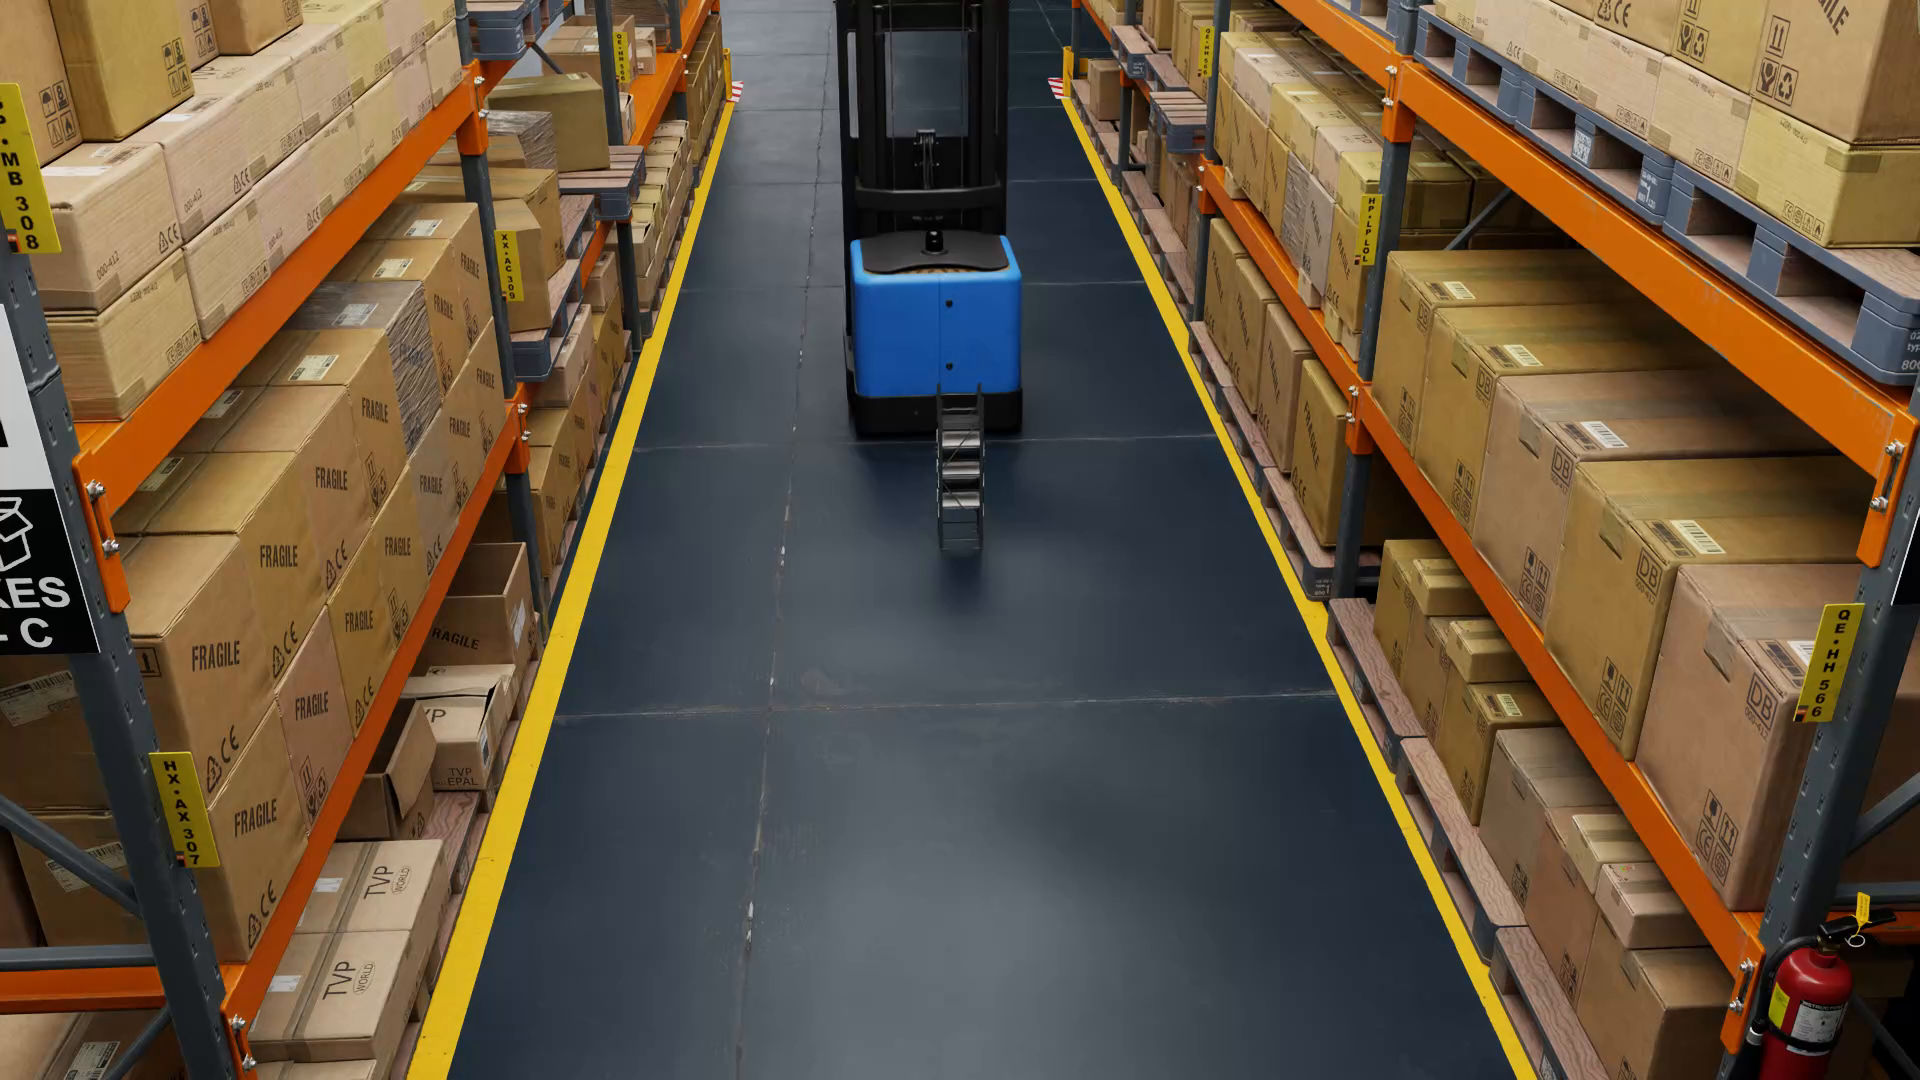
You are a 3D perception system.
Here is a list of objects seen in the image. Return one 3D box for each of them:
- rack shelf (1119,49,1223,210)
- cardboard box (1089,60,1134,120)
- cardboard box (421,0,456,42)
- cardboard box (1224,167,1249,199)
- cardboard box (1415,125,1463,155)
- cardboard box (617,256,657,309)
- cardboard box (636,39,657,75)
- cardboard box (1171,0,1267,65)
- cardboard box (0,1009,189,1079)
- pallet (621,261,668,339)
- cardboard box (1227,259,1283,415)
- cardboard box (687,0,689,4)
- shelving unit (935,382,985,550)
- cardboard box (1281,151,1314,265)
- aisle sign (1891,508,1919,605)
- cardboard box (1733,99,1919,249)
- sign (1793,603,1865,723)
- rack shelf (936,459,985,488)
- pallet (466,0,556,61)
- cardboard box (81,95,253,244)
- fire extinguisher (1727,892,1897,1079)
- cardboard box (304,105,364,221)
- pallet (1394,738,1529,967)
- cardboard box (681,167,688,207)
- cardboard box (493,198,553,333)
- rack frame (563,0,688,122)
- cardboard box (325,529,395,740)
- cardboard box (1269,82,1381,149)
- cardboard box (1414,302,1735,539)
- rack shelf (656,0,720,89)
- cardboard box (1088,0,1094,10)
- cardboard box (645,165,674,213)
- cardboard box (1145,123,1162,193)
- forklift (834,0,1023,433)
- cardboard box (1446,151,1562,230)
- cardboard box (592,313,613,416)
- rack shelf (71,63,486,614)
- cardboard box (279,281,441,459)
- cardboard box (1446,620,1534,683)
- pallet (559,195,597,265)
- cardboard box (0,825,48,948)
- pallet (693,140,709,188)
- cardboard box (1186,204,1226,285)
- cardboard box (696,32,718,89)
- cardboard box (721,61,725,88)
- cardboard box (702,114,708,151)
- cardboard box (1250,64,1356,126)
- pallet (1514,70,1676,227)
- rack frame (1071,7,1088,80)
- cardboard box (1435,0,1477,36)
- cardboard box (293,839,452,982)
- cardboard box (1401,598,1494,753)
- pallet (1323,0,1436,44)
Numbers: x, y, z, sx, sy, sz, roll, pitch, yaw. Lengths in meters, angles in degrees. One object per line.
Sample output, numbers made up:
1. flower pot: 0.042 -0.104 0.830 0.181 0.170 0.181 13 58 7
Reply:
1. rack shelf: 2.079 -3.394 13.291 1.077 0.370 4.000 -1 28 -3
2. cardboard box: 1.730 -4.646 17.141 0.700 0.500 0.500 -3 28 -6
3. cardboard box: -2.258 -2.088 6.387 0.500 0.250 0.500 -1 28 -3
4. cardboard box: 1.903 -2.288 10.643 0.380 0.149 0.250 -1 28 -1
5. cardboard box: 2.595 -1.920 8.425 0.500 0.250 0.500 -1 28 -2
6. cardboard box: -2.497 -1.884 12.138 0.500 0.250 0.500 -1 28 -3
7. cardboard box: -2.743 -4.054 13.924 0.396 0.266 0.258 -2 28 -4
8. cardboard box: 2.055 -4.078 13.242 0.700 0.500 0.500 2 28 4
9. cardboard box: -2.620 1.695 4.984 0.500 0.500 0.500 -1 28 -3
10. pallet: -2.767 -1.813 12.497 1.003 0.211 1.213 -1 28 -3
11. cardboard box: 2.130 -1.275 10.321 0.750 0.750 0.750 -2 28 -3
12. cardboard box: -3.117 -5.719 16.863 0.700 0.500 0.500 -1 28 -2
13. shelving unit: 0.000 -0.395 9.035 0.258 0.900 0.210 -1 28 -3
14. cardboard box: 2.062 -1.802 9.009 0.500 0.500 0.500 -1 28 -3
15. aisle sign: 2.305 -0.207 3.592 0.394 0.787 0.004 -1 28 -3
16. cardboard box: 2.298 -0.921 4.128 0.500 0.250 0.500 -1 28 -1
17. sign: 2.059 0.294 3.935 0.100 0.325 0.005 -1 28 -3
18. rack shelf: 0.000 -0.366 9.050 0.258 0.077 0.200 -1 28 -3
19. pallet: -2.518 -2.370 7.510 1.213 0.211 1.003 -1 28 -3
20. cardboard box: -2.131 -0.933 4.173 0.500 0.250 0.500 -1 28 -3
21. fire extinguisher: 2.148 1.186 4.220 0.296 0.674 0.183 -1 28 -3
22. cardboard box: -2.192 -1.173 5.174 0.500 0.250 0.500 -1 28 -3
23. pallet: 2.421 1.212 6.698 1.003 0.211 1.213 -1 28 -3
24. cardboard box: -2.636 -3.064 14.400 0.500 0.250 0.500 -2 28 -3
25. cardboard box: -2.356 -1.275 7.889 0.700 0.500 0.500 -11 29 -20
26. rack frame: -2.972 -4.515 14.663 1.000 3.000 0.127 -1 28 -3
27. cardboard box: -2.161 0.301 5.321 0.500 0.500 0.500 -1 28 -3
28. cardboard box: 2.042 -2.376 9.300 0.500 0.250 0.500 -2 28 -4
29. cardboard box: 2.437 -0.487 6.615 0.980 0.700 0.700 -2 28 -4
30. rack shelf: -3.077 -5.120 16.601 1.077 0.370 4.000 -1 28 -3
31. cardboard box: 1.560 -5.485 16.663 0.500 0.250 0.500 -1 28 -2
32. cardboard box: -2.585 -2.848 13.380 0.500 0.311 0.500 -2 28 -3
33. cardboard box: 2.030 -3.384 14.721 0.700 0.500 0.500 0 28 -1
34. forklift: -0.258 -2.618 11.100 1.130 2.935 3.031 -2 28 -5
35. cardboard box: 2.629 -1.678 7.962 0.500 0.250 0.500 -1 28 -1
36. cardboard box: -2.453 -1.089 10.322 0.500 0.500 0.500 -2 28 -5
37. rack shelf: -2.450 -0.908 5.282 1.077 0.370 4.000 -1 28 -3
38. cardboard box: -2.214 -0.612 5.990 0.500 0.500 0.500 -1 28 -2
39. cardboard box: 2.192 0.444 6.703 0.380 0.149 0.250 -2 28 -4
40. pallet: -2.657 -1.685 9.444 1.003 0.211 1.213 -1 28 -3
41. cardboard box: -2.641 0.782 4.399 0.500 0.500 0.500 -1 28 -1
42. pallet: -2.972 -3.647 16.014 1.003 0.211 1.213 -1 28 -3
43. cardboard box: 2.094 -2.207 12.466 0.700 0.500 0.500 -1 28 -2
44. cardboard box: -2.789 -4.960 17.225 0.500 0.500 0.500 -1 28 -3
45. cardboard box: -2.858 -5.089 18.283 0.500 0.250 0.500 -1 28 -3
46. cardboard box: -2.715 -3.935 16.070 0.500 0.250 0.500 -1 28 -3
47. cardboard box: 2.009 -2.612 9.752 0.500 0.250 0.500 -1 28 -2
48. pallet: 2.485 -1.293 5.337 1.003 0.211 1.213 -1 28 -3
49. rack frame: 1.766 -6.484 18.438 1.000 3.000 0.127 -1 28 -3
50. cardboard box: 2.165 -2.111 6.409 0.500 0.250 0.500 -1 28 -3
51. cardboard box: -2.143 1.331 5.952 0.500 0.250 0.500 -1 28 -3
52. cardboard box: 2.352 0.560 7.182 0.700 0.500 0.500 -2 28 -3
53. pallet: 2.295 -2.609 7.973 0.805 0.209 1.217 -2 28 -5
